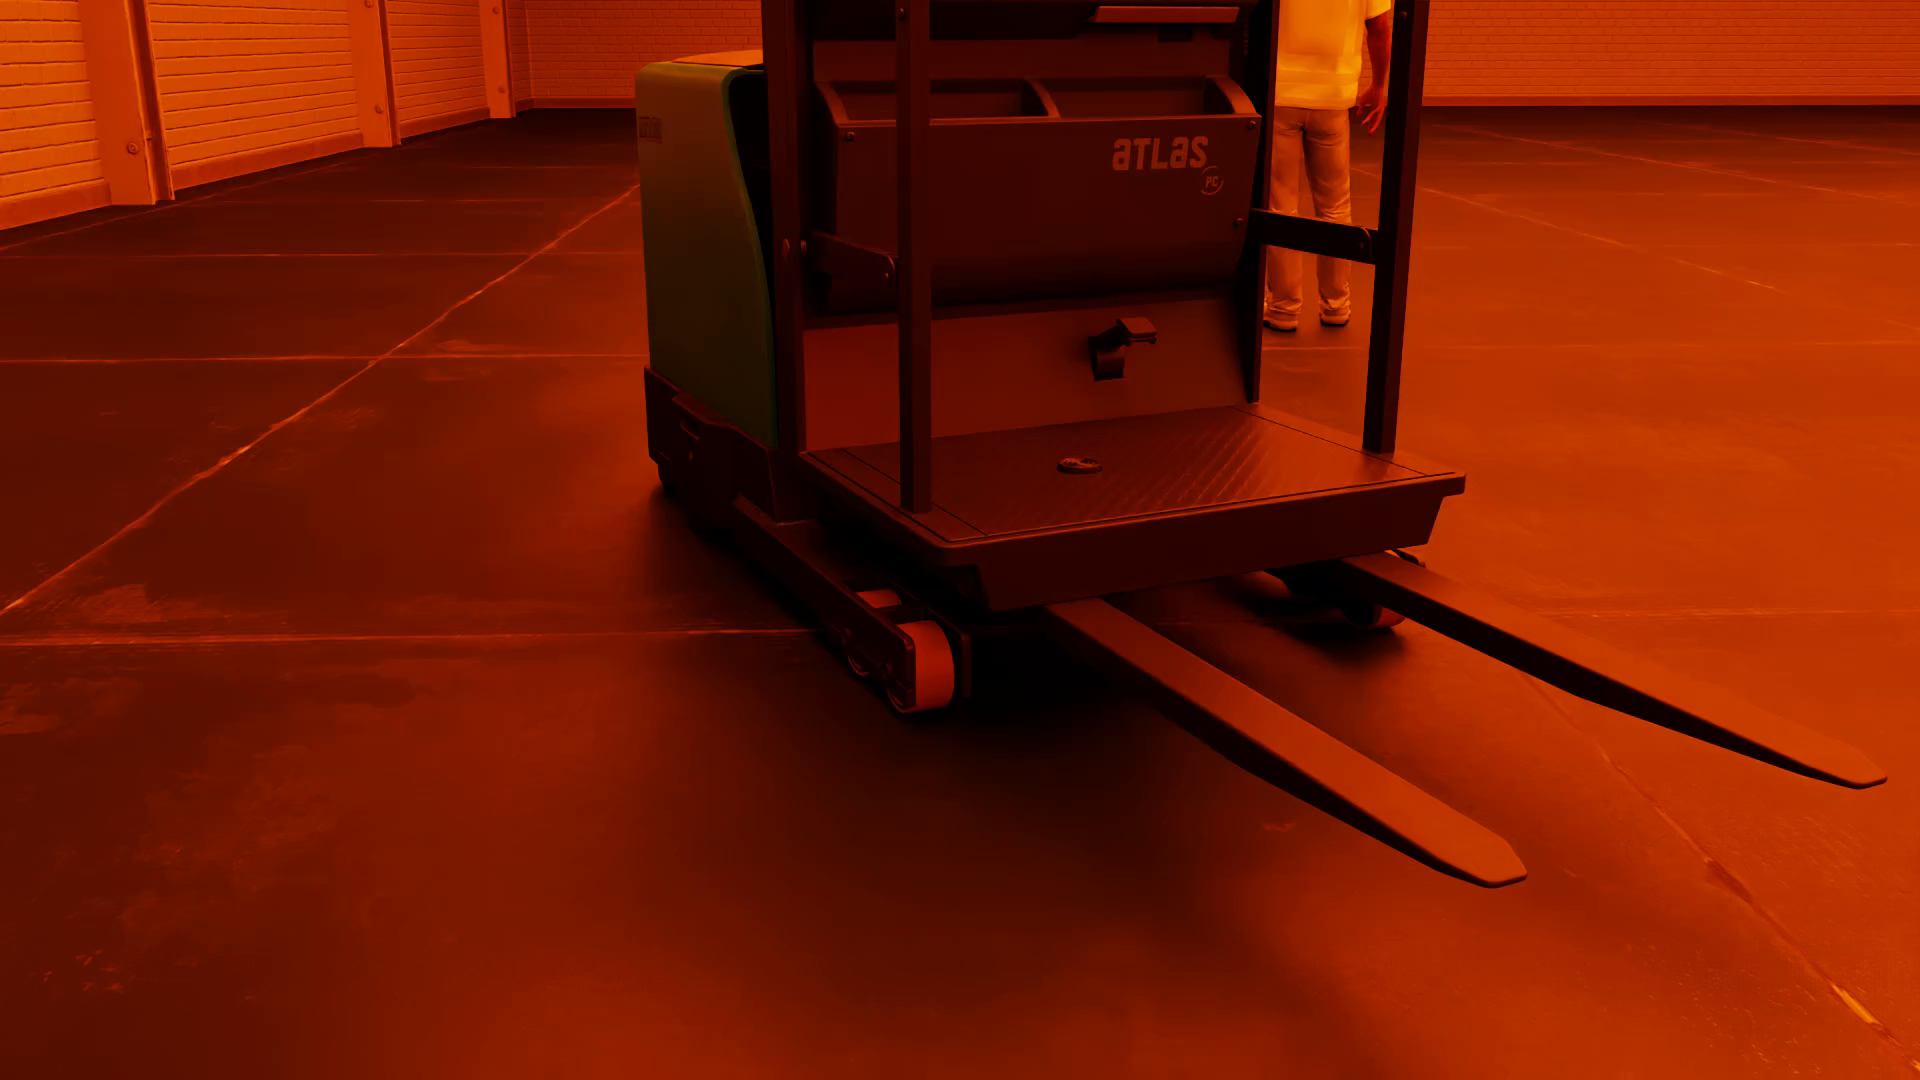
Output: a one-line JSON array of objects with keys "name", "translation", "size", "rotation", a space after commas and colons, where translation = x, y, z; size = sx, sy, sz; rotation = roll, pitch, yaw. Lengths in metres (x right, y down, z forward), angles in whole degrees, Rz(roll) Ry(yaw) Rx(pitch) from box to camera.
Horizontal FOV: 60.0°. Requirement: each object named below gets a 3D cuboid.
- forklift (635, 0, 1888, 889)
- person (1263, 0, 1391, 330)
[{"name": "forklift", "translation": [0.258, -1.240, 2.962], "size": [1.130, 2.935, 3.031], "rotation": [-8, 19, -24]}, {"name": "person", "translation": [1.318, -1.719, 6.494], "size": [0.665, 1.765, 0.577], "rotation": [-1, 17, -2]}]
